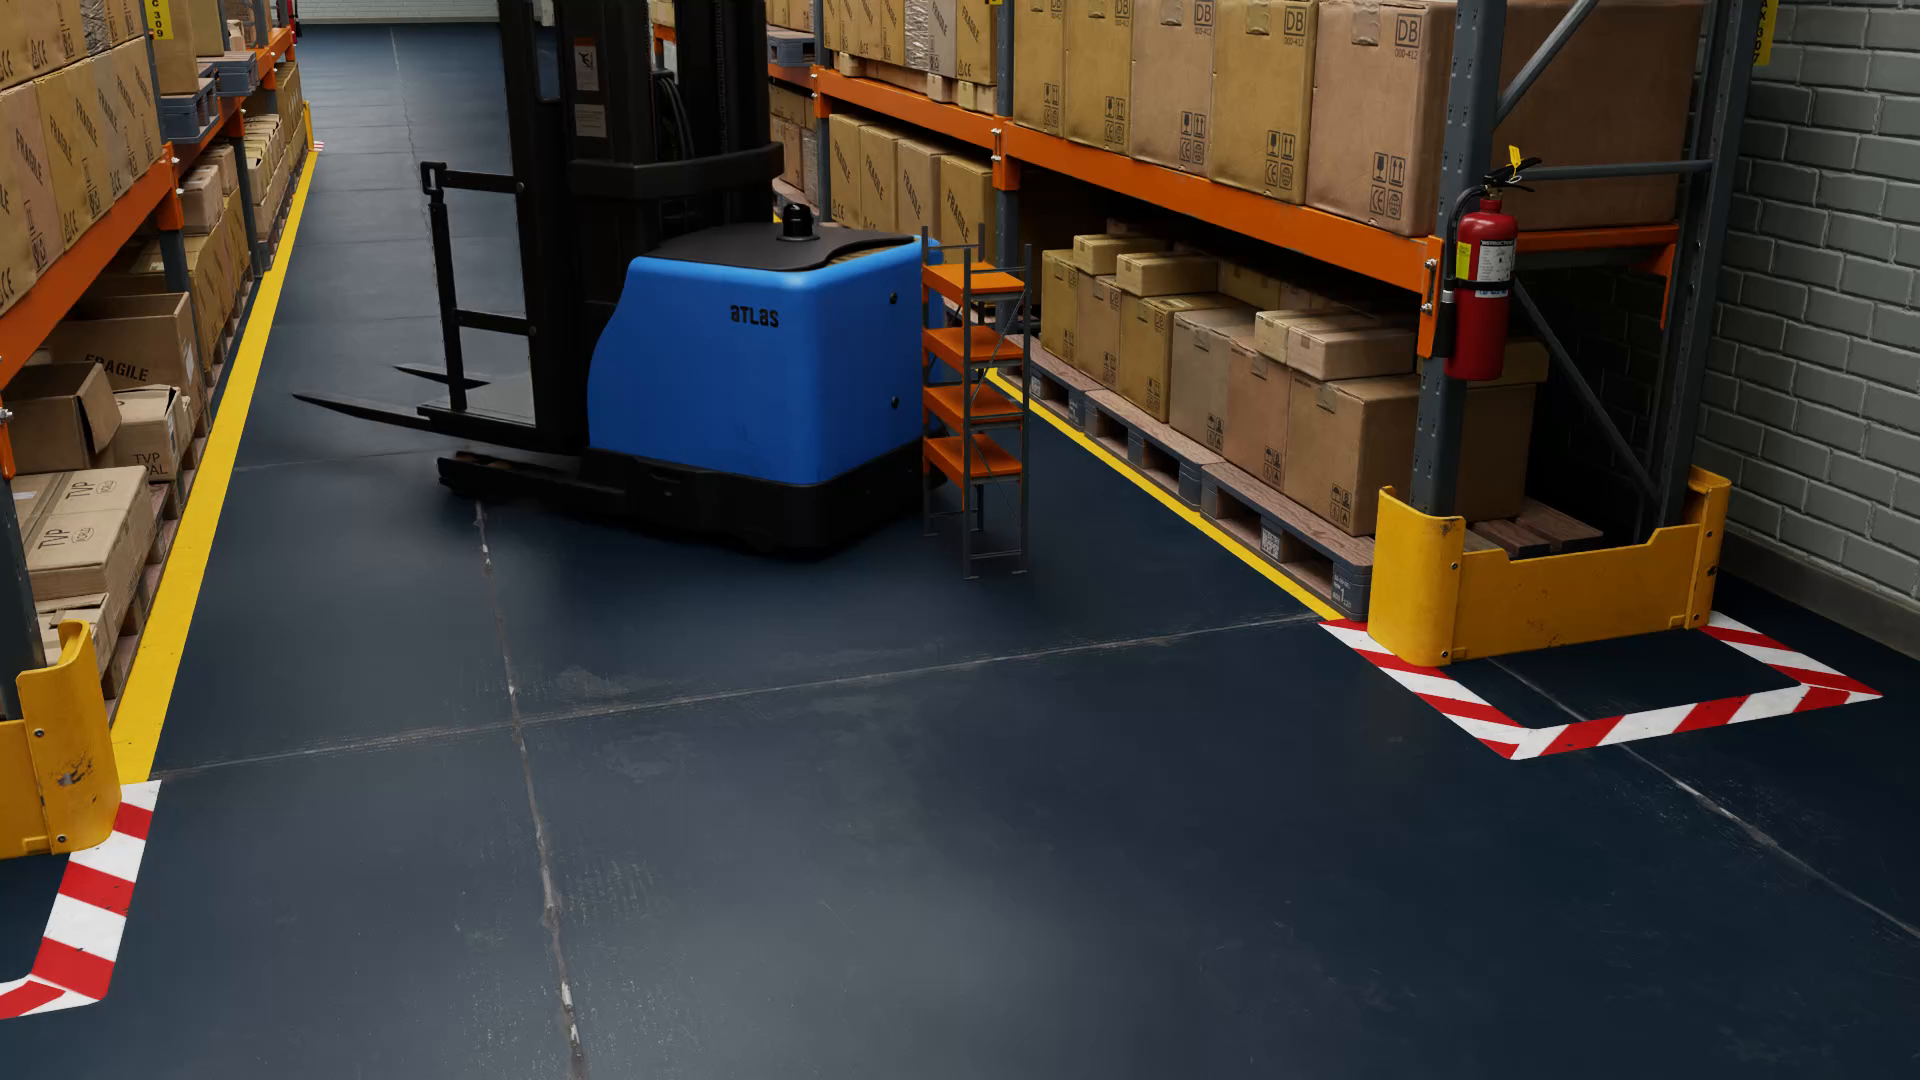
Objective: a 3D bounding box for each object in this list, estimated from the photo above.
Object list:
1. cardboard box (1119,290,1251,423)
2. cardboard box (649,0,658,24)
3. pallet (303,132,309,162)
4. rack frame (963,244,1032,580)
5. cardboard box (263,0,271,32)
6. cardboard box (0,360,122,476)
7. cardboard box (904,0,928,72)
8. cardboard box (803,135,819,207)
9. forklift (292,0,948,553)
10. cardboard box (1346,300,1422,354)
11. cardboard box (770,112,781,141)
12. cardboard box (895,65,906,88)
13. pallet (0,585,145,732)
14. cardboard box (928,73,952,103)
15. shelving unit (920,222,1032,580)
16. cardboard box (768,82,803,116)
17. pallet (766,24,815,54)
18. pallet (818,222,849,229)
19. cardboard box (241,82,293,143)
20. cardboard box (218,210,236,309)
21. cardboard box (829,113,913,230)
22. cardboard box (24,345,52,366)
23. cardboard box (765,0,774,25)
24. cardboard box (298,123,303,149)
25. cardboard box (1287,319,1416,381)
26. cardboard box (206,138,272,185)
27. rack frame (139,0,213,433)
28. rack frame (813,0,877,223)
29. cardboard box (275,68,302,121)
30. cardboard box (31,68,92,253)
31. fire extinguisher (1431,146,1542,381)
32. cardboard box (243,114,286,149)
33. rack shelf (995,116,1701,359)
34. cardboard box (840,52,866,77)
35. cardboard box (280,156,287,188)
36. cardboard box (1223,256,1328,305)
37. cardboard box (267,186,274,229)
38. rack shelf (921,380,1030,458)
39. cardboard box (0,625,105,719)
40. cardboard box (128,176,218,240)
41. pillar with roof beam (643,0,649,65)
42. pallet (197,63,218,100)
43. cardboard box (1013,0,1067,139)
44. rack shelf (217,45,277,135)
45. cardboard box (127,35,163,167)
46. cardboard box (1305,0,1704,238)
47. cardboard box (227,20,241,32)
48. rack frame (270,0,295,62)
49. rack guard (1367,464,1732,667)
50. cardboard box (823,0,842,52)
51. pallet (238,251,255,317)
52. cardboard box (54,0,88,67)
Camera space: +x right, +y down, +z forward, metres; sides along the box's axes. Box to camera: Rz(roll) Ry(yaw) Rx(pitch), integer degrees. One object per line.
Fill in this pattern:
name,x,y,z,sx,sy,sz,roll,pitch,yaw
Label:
cardboard box,1.136,-0.853,7.430,0.700,0.500,0.500,-6,21,-16
cardboard box,-3.236,-6.009,18.900,0.500,0.250,0.500,-7,21,-19
pallet,-7.509,-4.179,17.740,1.003,0.211,1.213,-6,21,-17
rack frame,0.129,-0.433,5.848,0.240,1.200,0.015,-6,21,-17
cardboard box,-7.485,-5.460,17.033,0.700,0.500,0.500,-6,21,-16
cardboard box,-3.422,-0.311,5.888,0.797,0.503,0.637,-6,21,-17
cardboard box,-0.020,-3.052,9.858,0.500,0.500,0.500,-6,21,-17
cardboard box,-0.849,-2.949,13.236,0.700,0.500,0.500,-6,21,-16
forklift,-1.585,-1.678,6.752,3.031,2.935,1.130,11,23,28
cardboard box,1.695,-0.810,6.350,0.380,0.149,0.250,-6,21,-17
cardboard box,-1.373,-3.612,15.083,0.700,0.500,0.500,-7,21,-18
cardboard box,-0.197,-2.963,10.569,0.380,0.149,0.250,-6,21,-17
pallet,-3.036,0.434,4.895,1.003,0.211,1.213,-6,21,-17
cardboard box,0.030,-2.624,9.626,0.380,0.149,0.250,-6,21,-17
shelving unit,0.052,-0.512,6.066,0.258,1.200,0.503,-6,21,-17
cardboard box,-1.442,-3.985,15.010,0.500,0.250,0.500,-7,21,-18
pallet,-1.234,-4.233,14.049,1.003,0.211,1.213,-6,21,-17
pallet,-0.397,-2.119,12.005,1.003,0.211,1.213,-6,21,-17
cardboard box,-6.380,-3.887,15.139,0.500,0.500,0.500,-6,21,-17
cardboard box,-4.425,-1.587,9.444,0.500,0.500,0.500,-7,21,-19
cardboard box,-0.467,-2.629,11.857,0.750,0.750,0.750,-7,21,-18
cardboard box,-4.091,-0.666,7.159,0.500,0.311,0.500,-6,21,-17
cardboard box,-1.297,-4.675,14.197,0.700,0.500,0.500,-4,20,-10
cardboard box,-6.857,-4.015,16.605,0.500,0.250,0.500,-6,21,-17
cardboard box,1.413,-0.688,6.011,0.380,0.149,0.250,-7,21,-18
cardboard box,-5.492,-2.864,12.569,0.500,0.311,0.500,-7,21,-19
rack frame,-4.017,-1.882,7.218,1.000,3.000,0.127,-6,21,-17
rack frame,-0.573,-3.693,12.260,1.000,3.000,0.127,-6,21,-17
cardboard box,-7.010,-4.529,16.926,0.500,0.500,0.500,-6,21,-17
cardboard box,-2.972,-1.142,5.010,0.500,0.500,0.500,-6,21,-17
fire extinguisher,1.551,-0.816,4.918,0.296,0.674,0.183,-6,21,-17
cardboard box,-6.132,-3.517,14.387,0.500,0.311,0.500,-6,21,-17
rack shelf,1.313,-1.429,7.021,1.077,0.370,4.000,-6,21,-17
cardboard box,-0.616,-3.278,11.446,0.380,0.149,0.250,-6,21,-16
cardboard box,-5.969,-3.088,14.022,0.500,0.250,0.500,-7,21,-18
cardboard box,1.376,-1.135,7.256,0.380,0.149,0.250,-7,21,-18
cardboard box,-5.319,-2.429,12.189,0.500,0.250,0.500,-7,21,-19
rack shelf,0.052,-0.448,6.089,0.258,0.148,0.480,-6,21,-17
cardboard box,-2.566,0.366,4.527,0.380,0.149,0.250,-6,21,-17
cardboard box,-4.252,-1.767,8.837,0.500,0.250,0.500,-6,21,-17
pillar with roof beam,-9.905,-12.344,27.472,9.100,9.000,0.400,-6,21,-17
pallet,-4.659,-2.451,9.088,1.003,0.211,1.213,-6,21,-17
cardboard box,0.839,-2.375,8.146,0.980,0.700,0.700,-6,21,-16
rack shelf,-5.903,-3.469,12.700,1.077,0.370,4.000,-6,21,-17
cardboard box,-3.617,-1.796,6.830,0.500,0.500,0.500,-6,21,-16
cardboard box,1.771,-1.429,5.515,0.980,0.700,0.700,-5,20,-15
cardboard box,-6.336,-4.225,13.964,0.500,0.250,0.500,-5,20,-14
rack frame,-7.789,-5.733,17.939,1.000,3.000,0.127,-6,21,-17
rack guard,1.949,0.059,5.514,1.175,0.500,0.348,-6,21,-17
cardboard box,-0.664,-3.706,11.680,0.500,0.500,0.500,-6,21,-16
pallet,-5.076,-1.609,10.585,1.003,0.211,1.213,-6,21,-17
cardboard box,-3.134,-1.777,5.299,0.500,0.500,0.500,-7,21,-18
